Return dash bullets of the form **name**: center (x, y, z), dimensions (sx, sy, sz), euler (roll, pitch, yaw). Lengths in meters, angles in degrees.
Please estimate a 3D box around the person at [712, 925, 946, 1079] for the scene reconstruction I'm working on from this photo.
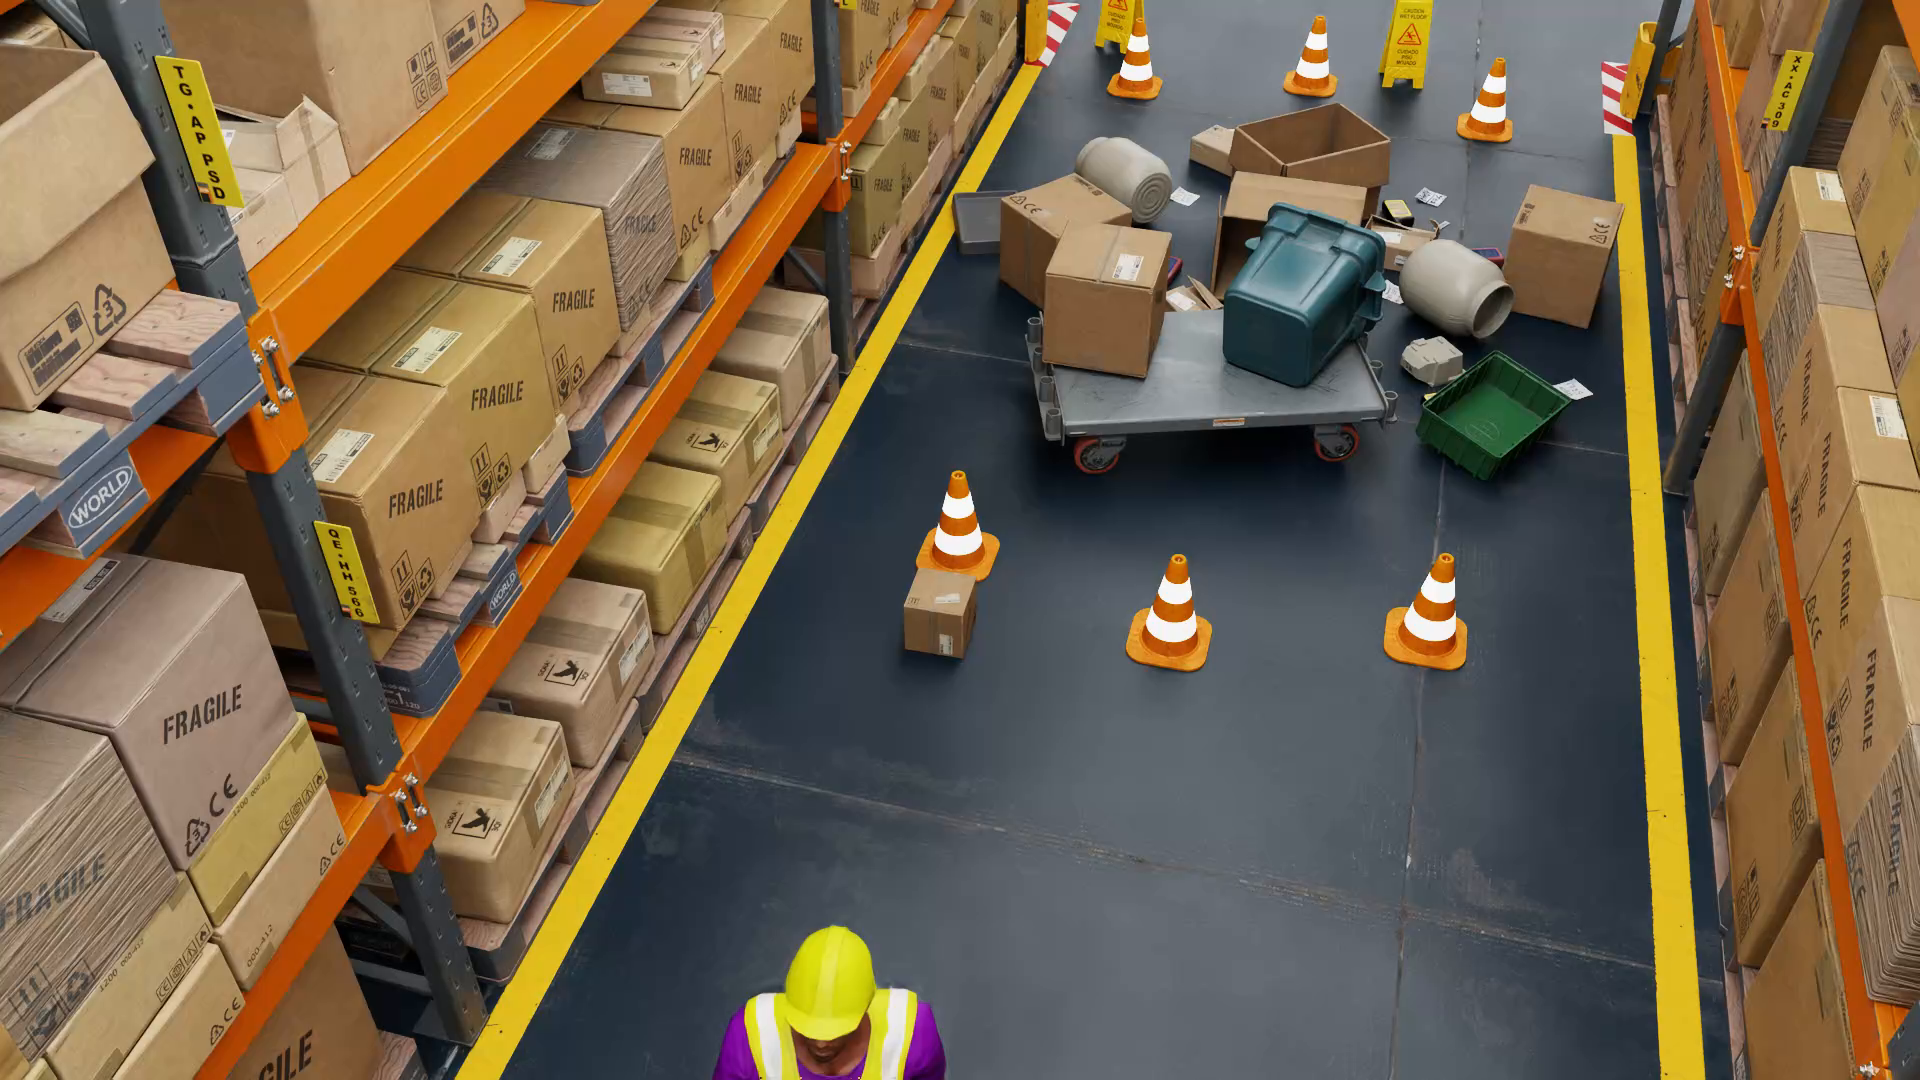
- **person**: center (-0.331, 1.641, 4.236), dimensions (0.604, 1.719, 1.031), euler (2, 41, 3)
